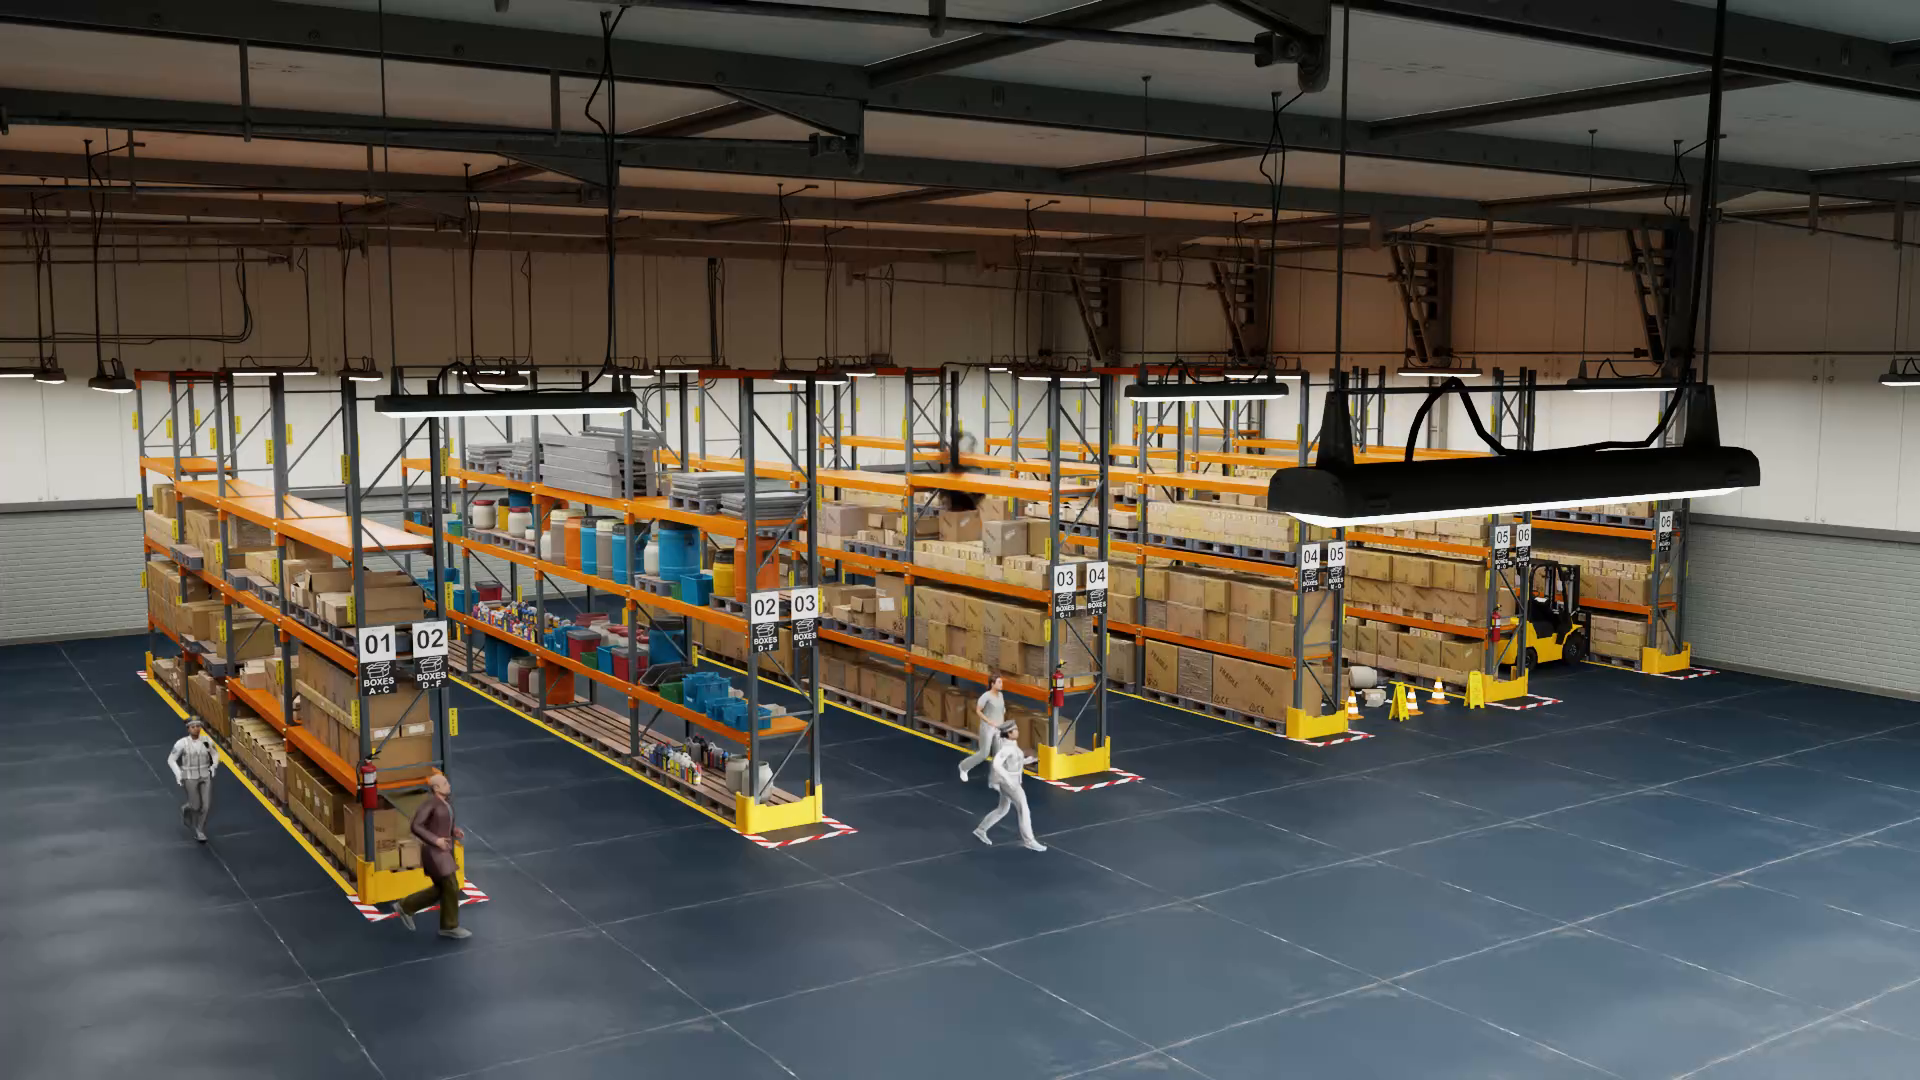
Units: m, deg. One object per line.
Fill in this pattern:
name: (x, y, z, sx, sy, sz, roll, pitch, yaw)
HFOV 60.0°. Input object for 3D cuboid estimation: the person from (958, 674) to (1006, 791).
person: (0.448, 2.773, 24.326, 0.825, 1.646, 0.646, 6, 9, 43)

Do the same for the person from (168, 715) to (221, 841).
person: (-9.919, 3.083, 21.630, 0.629, 1.644, 0.543, -5, 8, -39)

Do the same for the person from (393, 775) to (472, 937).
person: (-5.719, 3.439, 18.181, 0.814, 1.755, 0.748, 0, 6, 2)

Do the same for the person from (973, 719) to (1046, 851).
person: (0.648, 3.095, 21.052, 0.897, 1.693, 0.606, -1, 6, -5)
